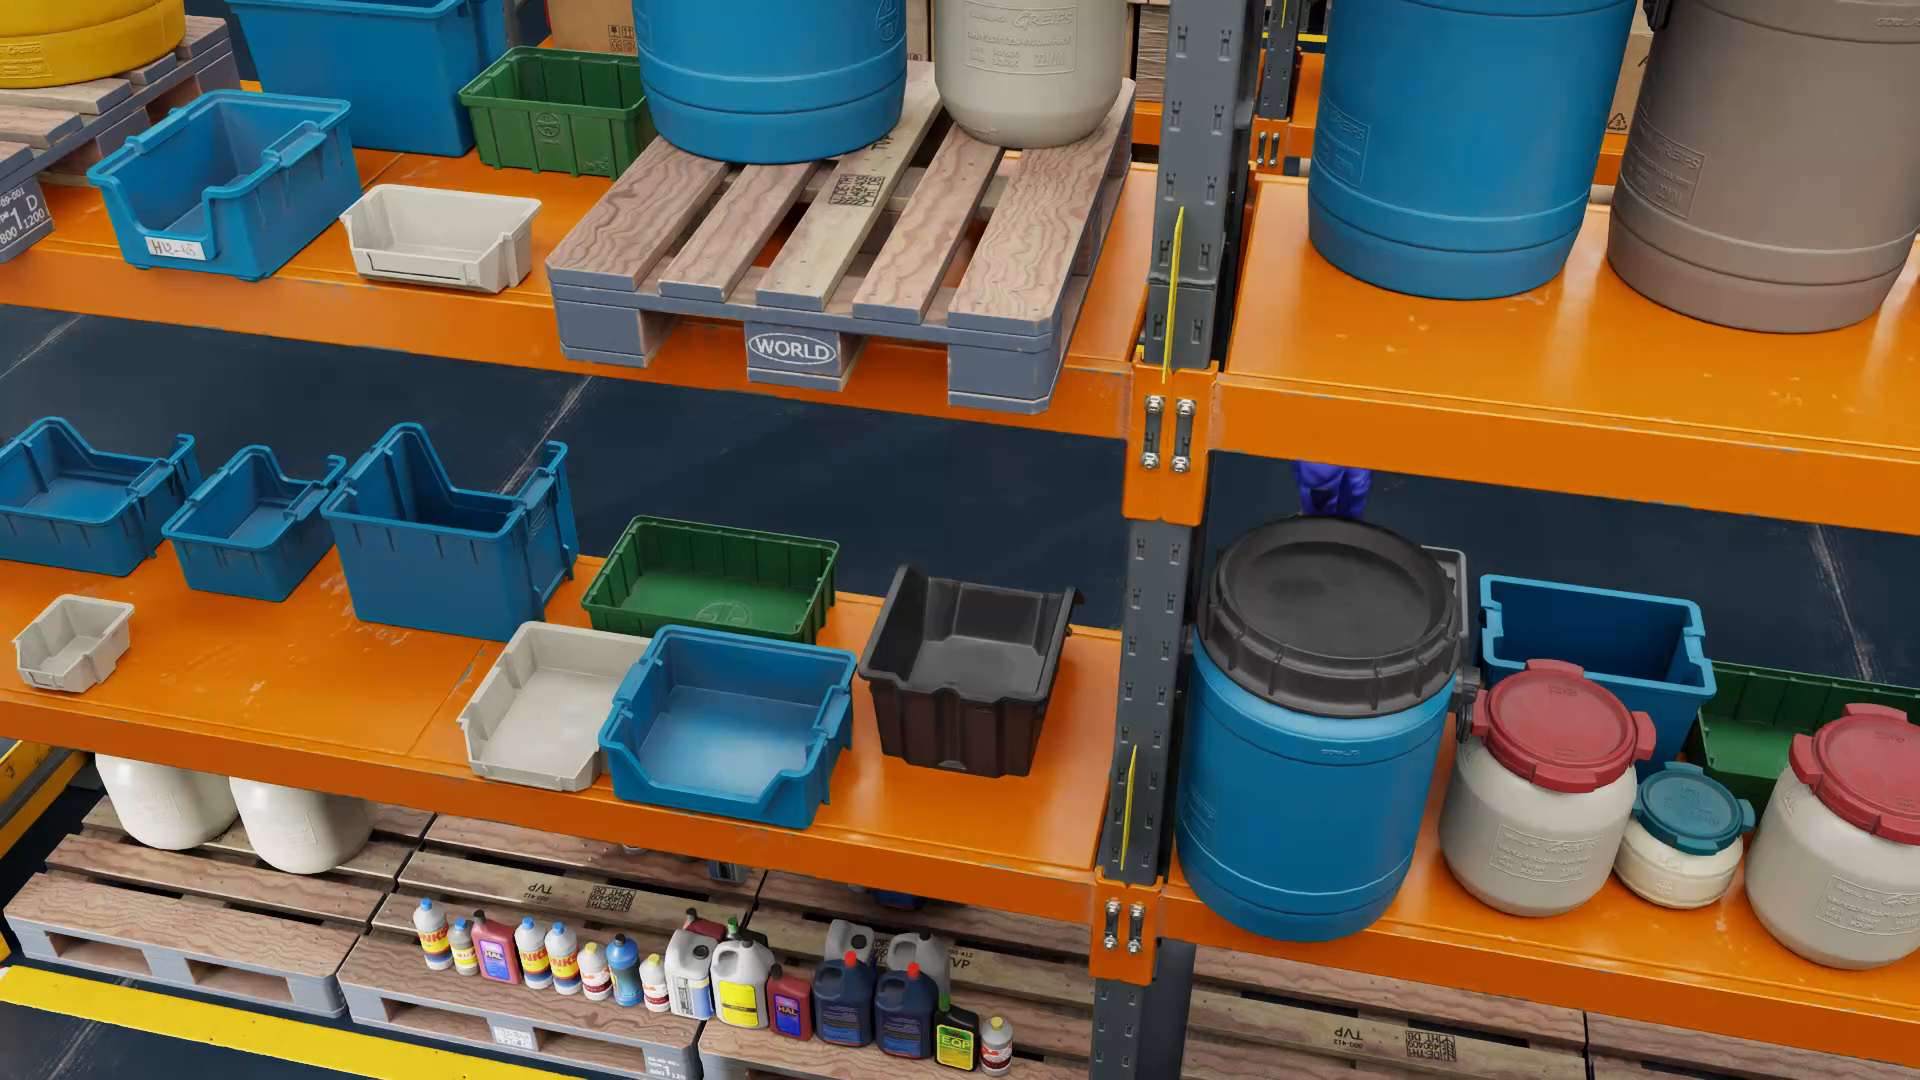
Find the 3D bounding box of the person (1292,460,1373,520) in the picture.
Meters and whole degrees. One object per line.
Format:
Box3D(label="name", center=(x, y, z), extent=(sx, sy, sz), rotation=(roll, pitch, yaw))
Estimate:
Box3D(label="person", center=(1.310, 0.055, 6.083), extent=(0.309, 1.661, 0.436), rotation=(8, 38, 11))
